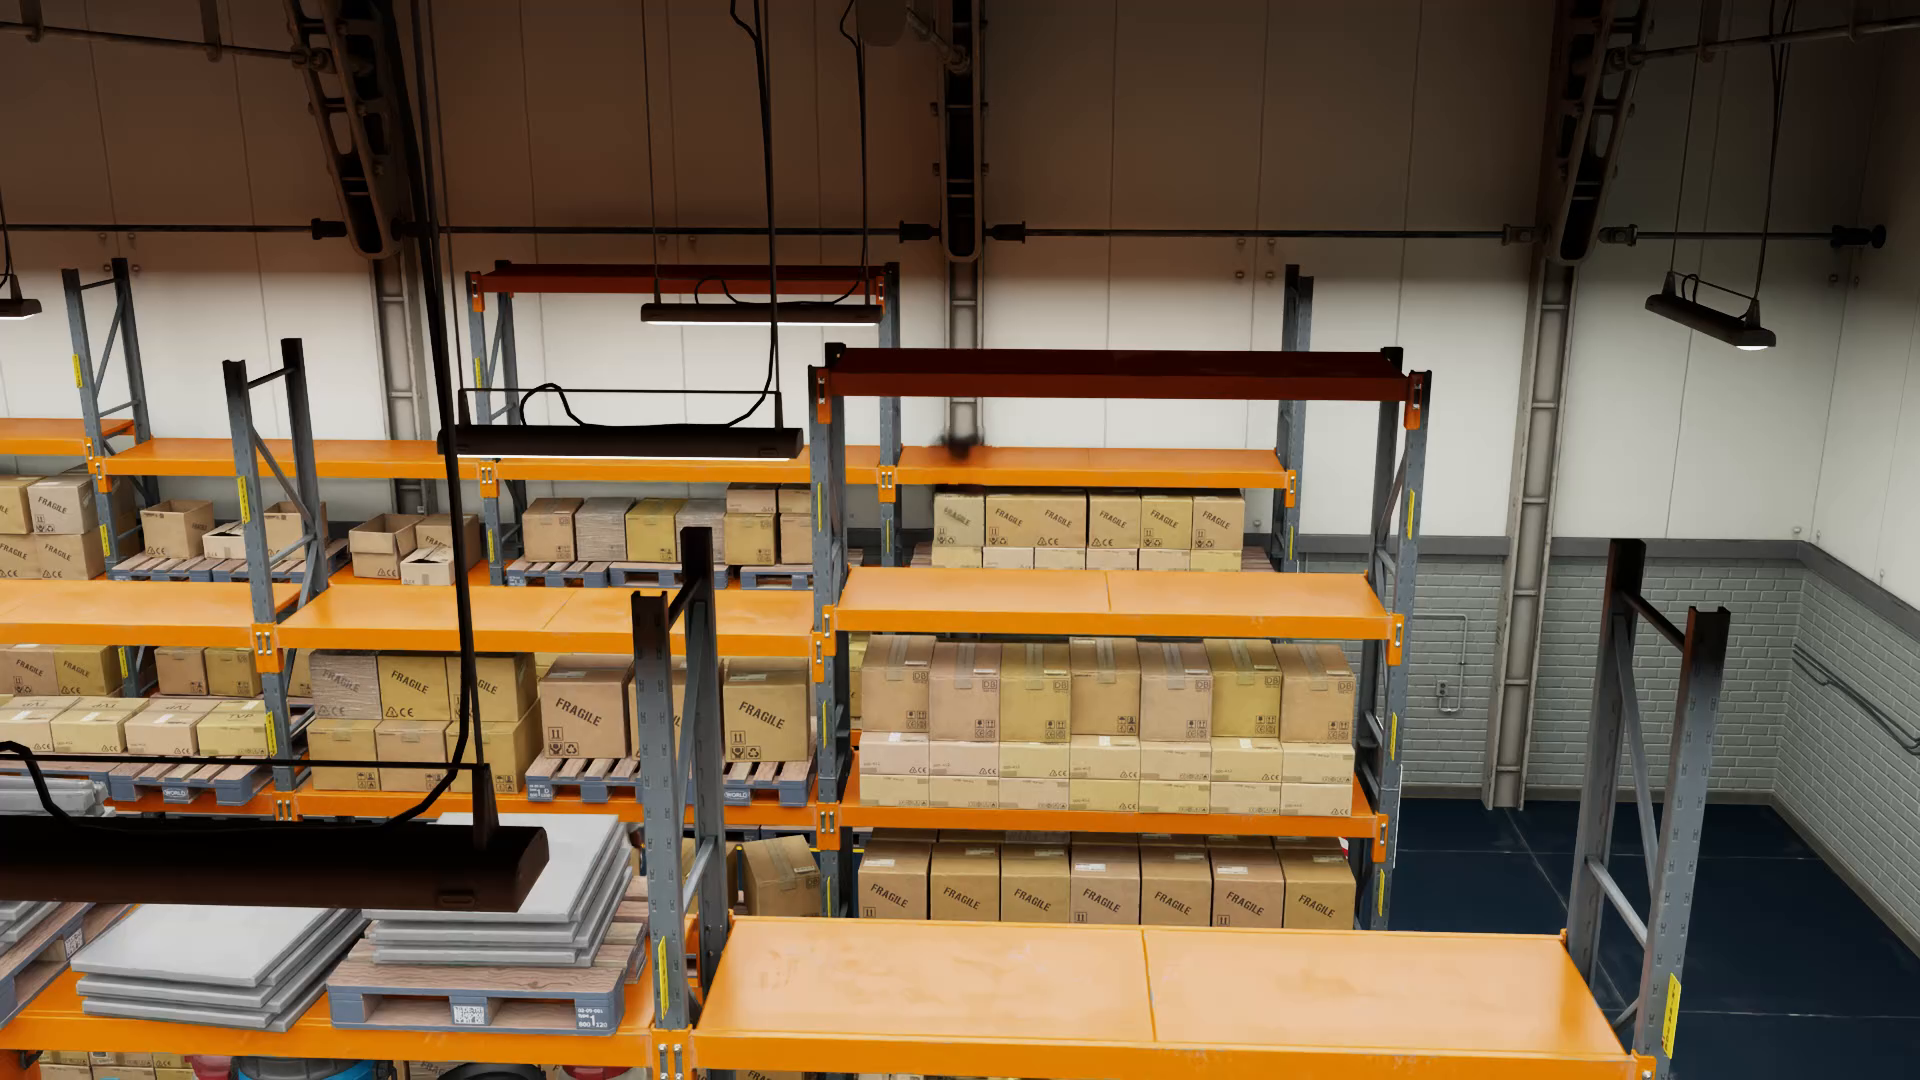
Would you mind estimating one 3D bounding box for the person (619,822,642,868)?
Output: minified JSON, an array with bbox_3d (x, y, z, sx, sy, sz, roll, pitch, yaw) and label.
[{"bbox_3d":[-3.208,2.938,15.262,0.572,1.797,0.452,-4,17,-13],"label":"person"}]
